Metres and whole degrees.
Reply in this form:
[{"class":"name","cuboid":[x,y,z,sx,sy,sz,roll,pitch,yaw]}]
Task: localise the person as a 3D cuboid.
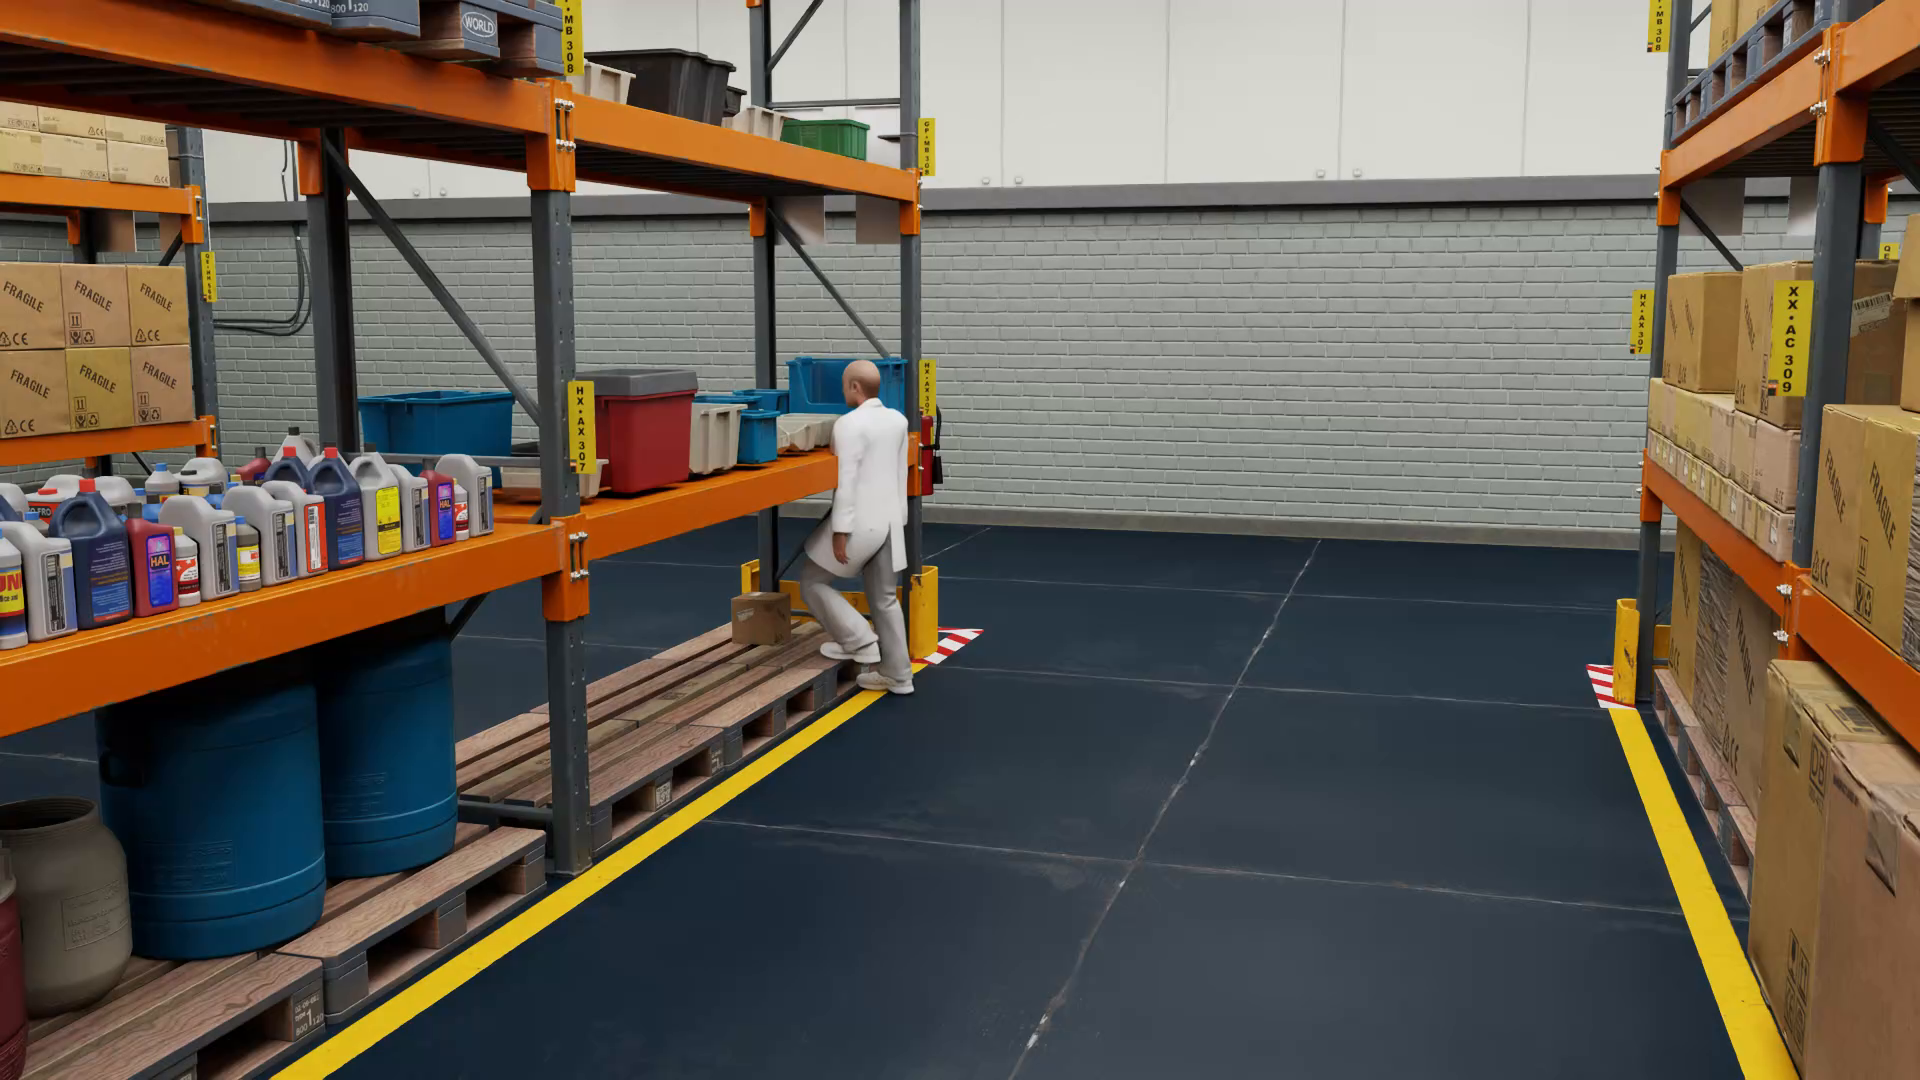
[{"class":"person","cuboid":[-0.548,-0.058,8.772,0.512,1.780,0.562,6,10,35]}]
